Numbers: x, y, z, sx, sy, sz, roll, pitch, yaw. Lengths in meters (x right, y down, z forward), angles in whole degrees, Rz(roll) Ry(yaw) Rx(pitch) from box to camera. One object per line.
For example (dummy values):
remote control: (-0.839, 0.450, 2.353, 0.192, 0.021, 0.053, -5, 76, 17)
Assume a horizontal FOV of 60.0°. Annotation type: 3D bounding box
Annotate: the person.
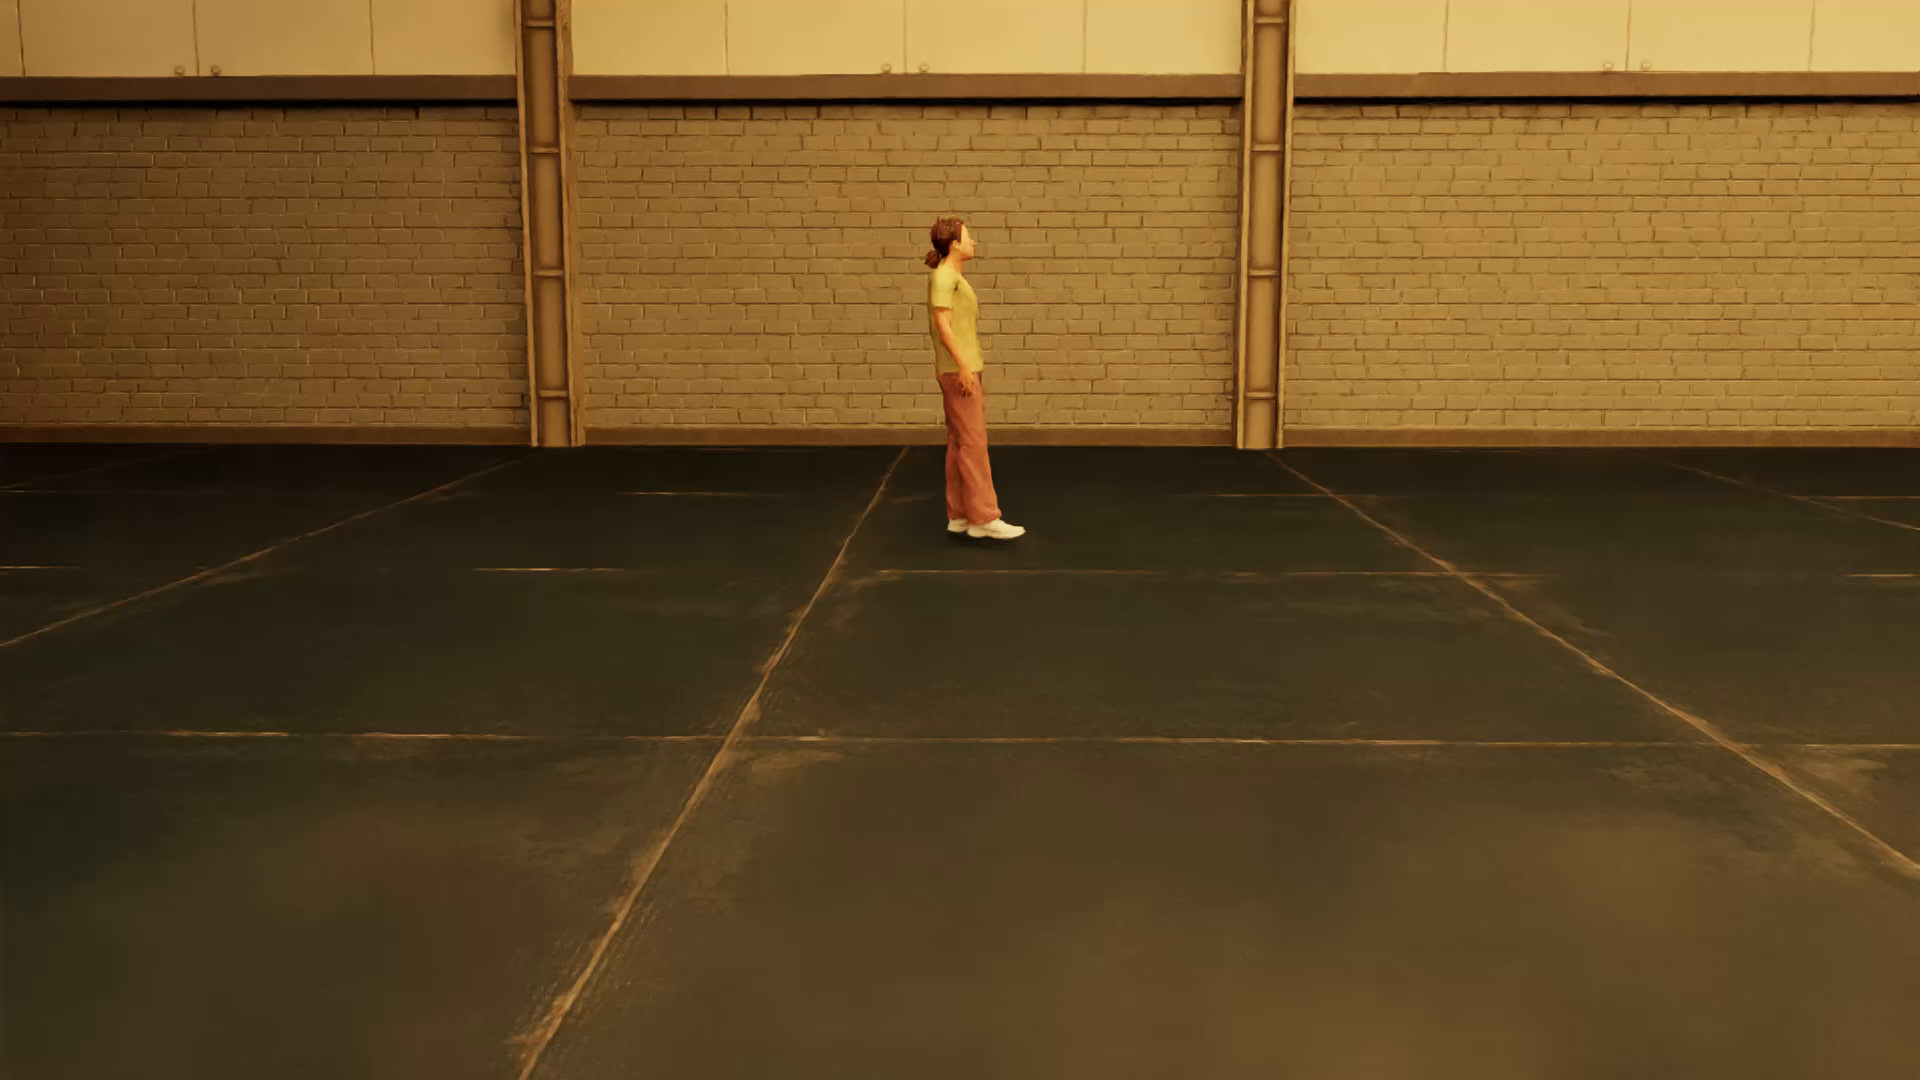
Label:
person: (0.073, -0.873, 8.856, 0.549, 1.673, 0.554, 0, 9, 1)
